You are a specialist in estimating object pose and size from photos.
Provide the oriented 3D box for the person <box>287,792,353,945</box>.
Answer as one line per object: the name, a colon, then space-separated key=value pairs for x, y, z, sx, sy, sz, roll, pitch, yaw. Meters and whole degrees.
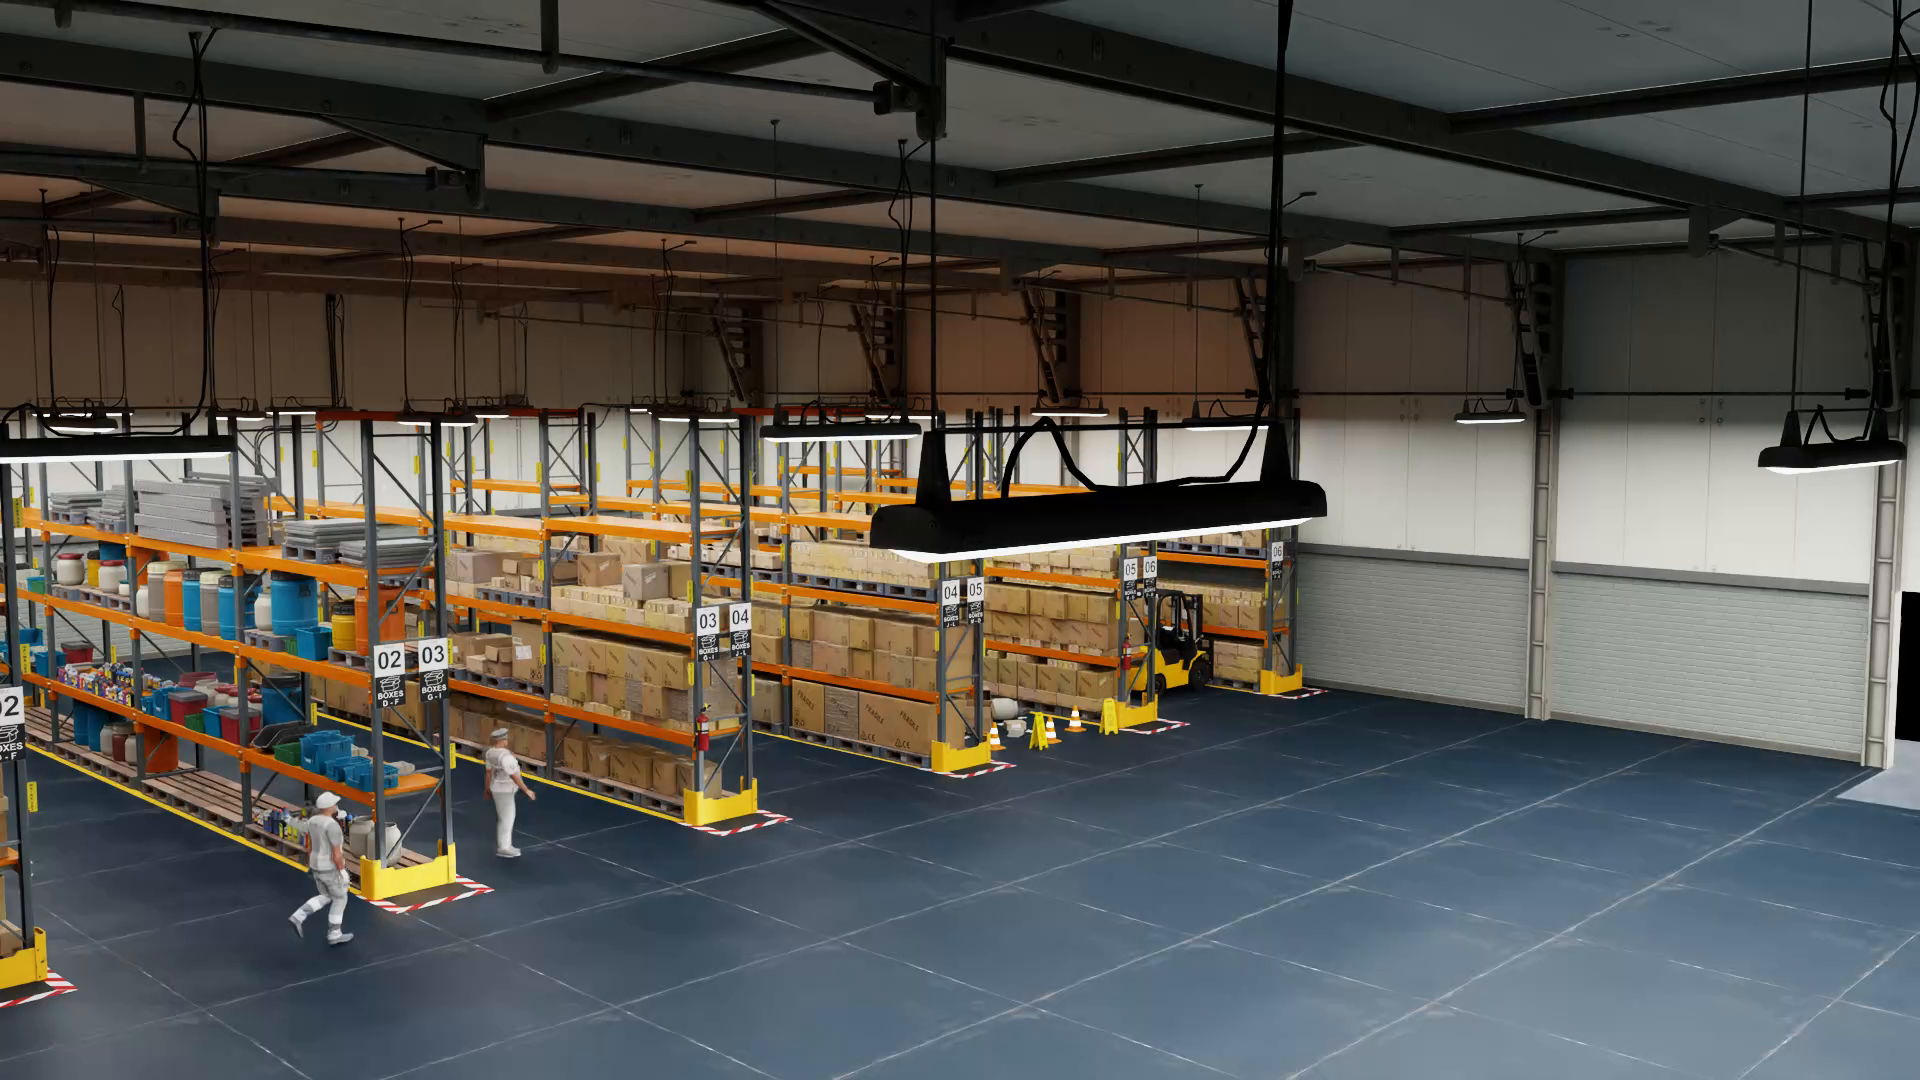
person: x=-7.291 y=3.757 z=18.957 sx=0.624 sy=1.766 sz=0.688 roll=5 pitch=7 yaw=44

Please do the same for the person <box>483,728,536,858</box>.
person: x=-6.163 y=3.464 z=22.747 sx=0.657 sy=1.796 sz=0.590 roll=-2 pitch=5 yaw=-20
